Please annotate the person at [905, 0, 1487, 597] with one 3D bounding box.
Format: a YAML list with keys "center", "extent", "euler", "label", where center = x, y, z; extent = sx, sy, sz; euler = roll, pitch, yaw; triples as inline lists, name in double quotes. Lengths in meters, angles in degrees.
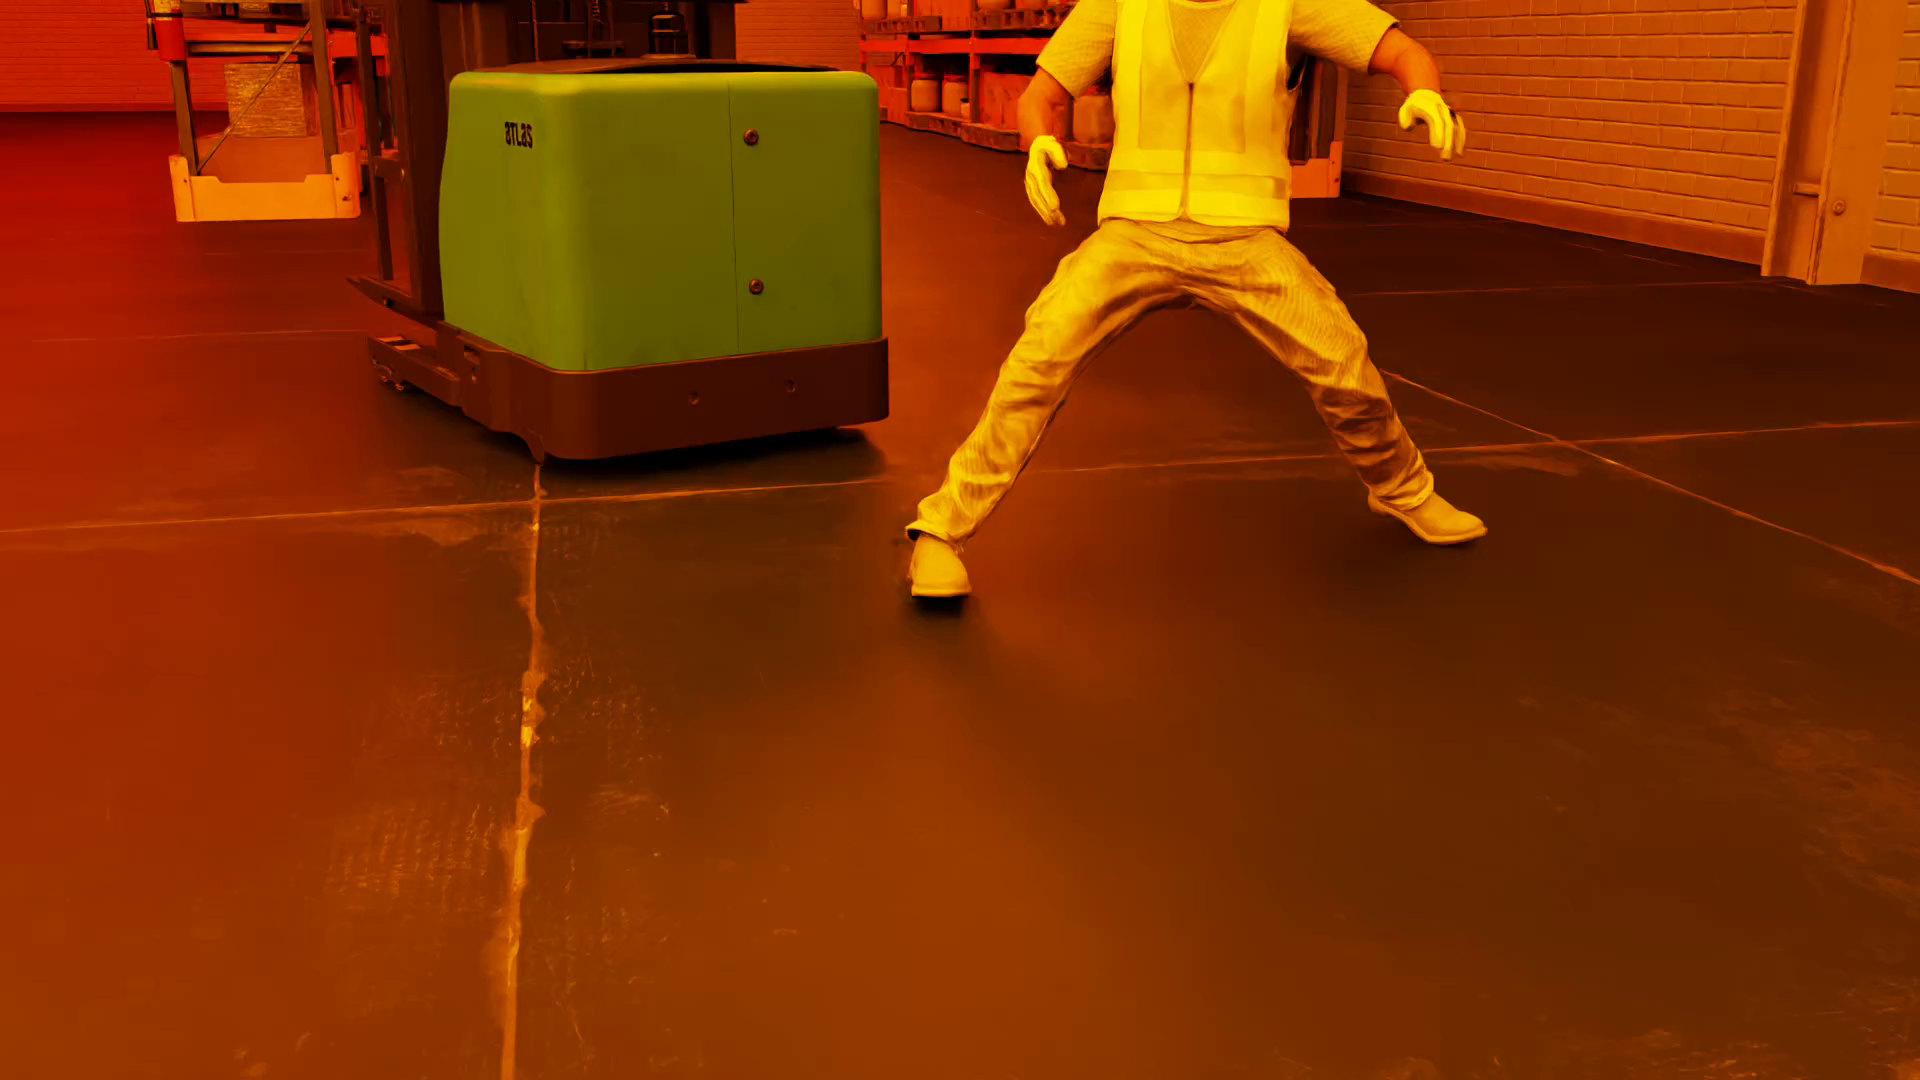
- center: [0.555, -0.692, 3.574]
  extent: [1.274, 1.573, 0.948]
  euler: [4, 17, 13]
  label: "person"

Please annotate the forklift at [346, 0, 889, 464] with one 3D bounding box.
- center: [-1.443, -1.981, 5.541]
  extent: [1.130, 2.935, 3.031]
  euler: [-11, 20, -32]
  label: "forklift"
